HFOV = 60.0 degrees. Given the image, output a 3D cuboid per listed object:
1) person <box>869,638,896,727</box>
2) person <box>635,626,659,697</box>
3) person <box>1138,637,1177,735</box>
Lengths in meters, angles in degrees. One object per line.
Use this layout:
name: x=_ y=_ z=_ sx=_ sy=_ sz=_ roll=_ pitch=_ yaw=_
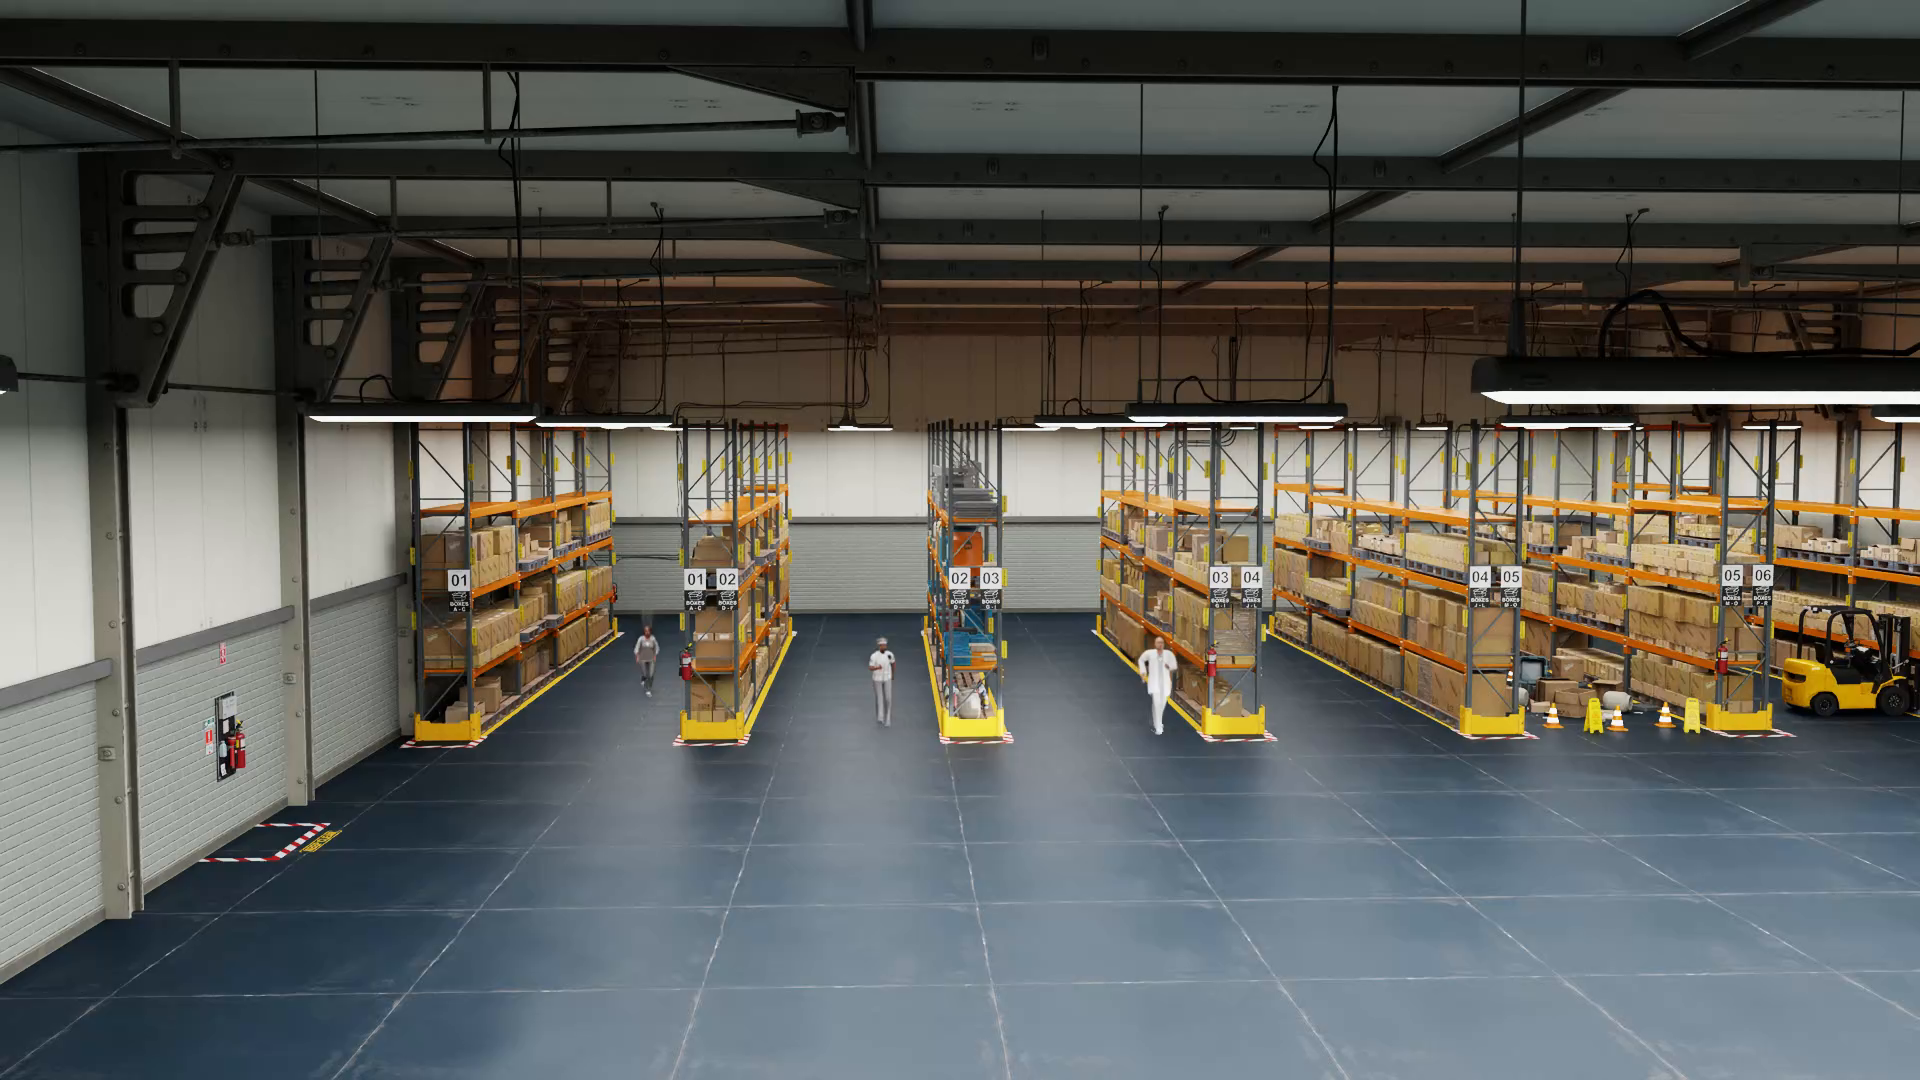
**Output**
person: x=-1.512 y=2.788 z=32.639 sx=0.556 sy=1.756 sz=0.714 roll=0 pitch=4 yaw=-8
person: x=-6.825 y=2.637 z=36.291 sx=0.523 sy=1.554 sz=0.571 roll=-1 pitch=4 yaw=-15
person: x=3.814 y=2.766 z=31.953 sx=0.657 sy=1.817 sz=0.922 roll=-1 pitch=4 yaw=-10
